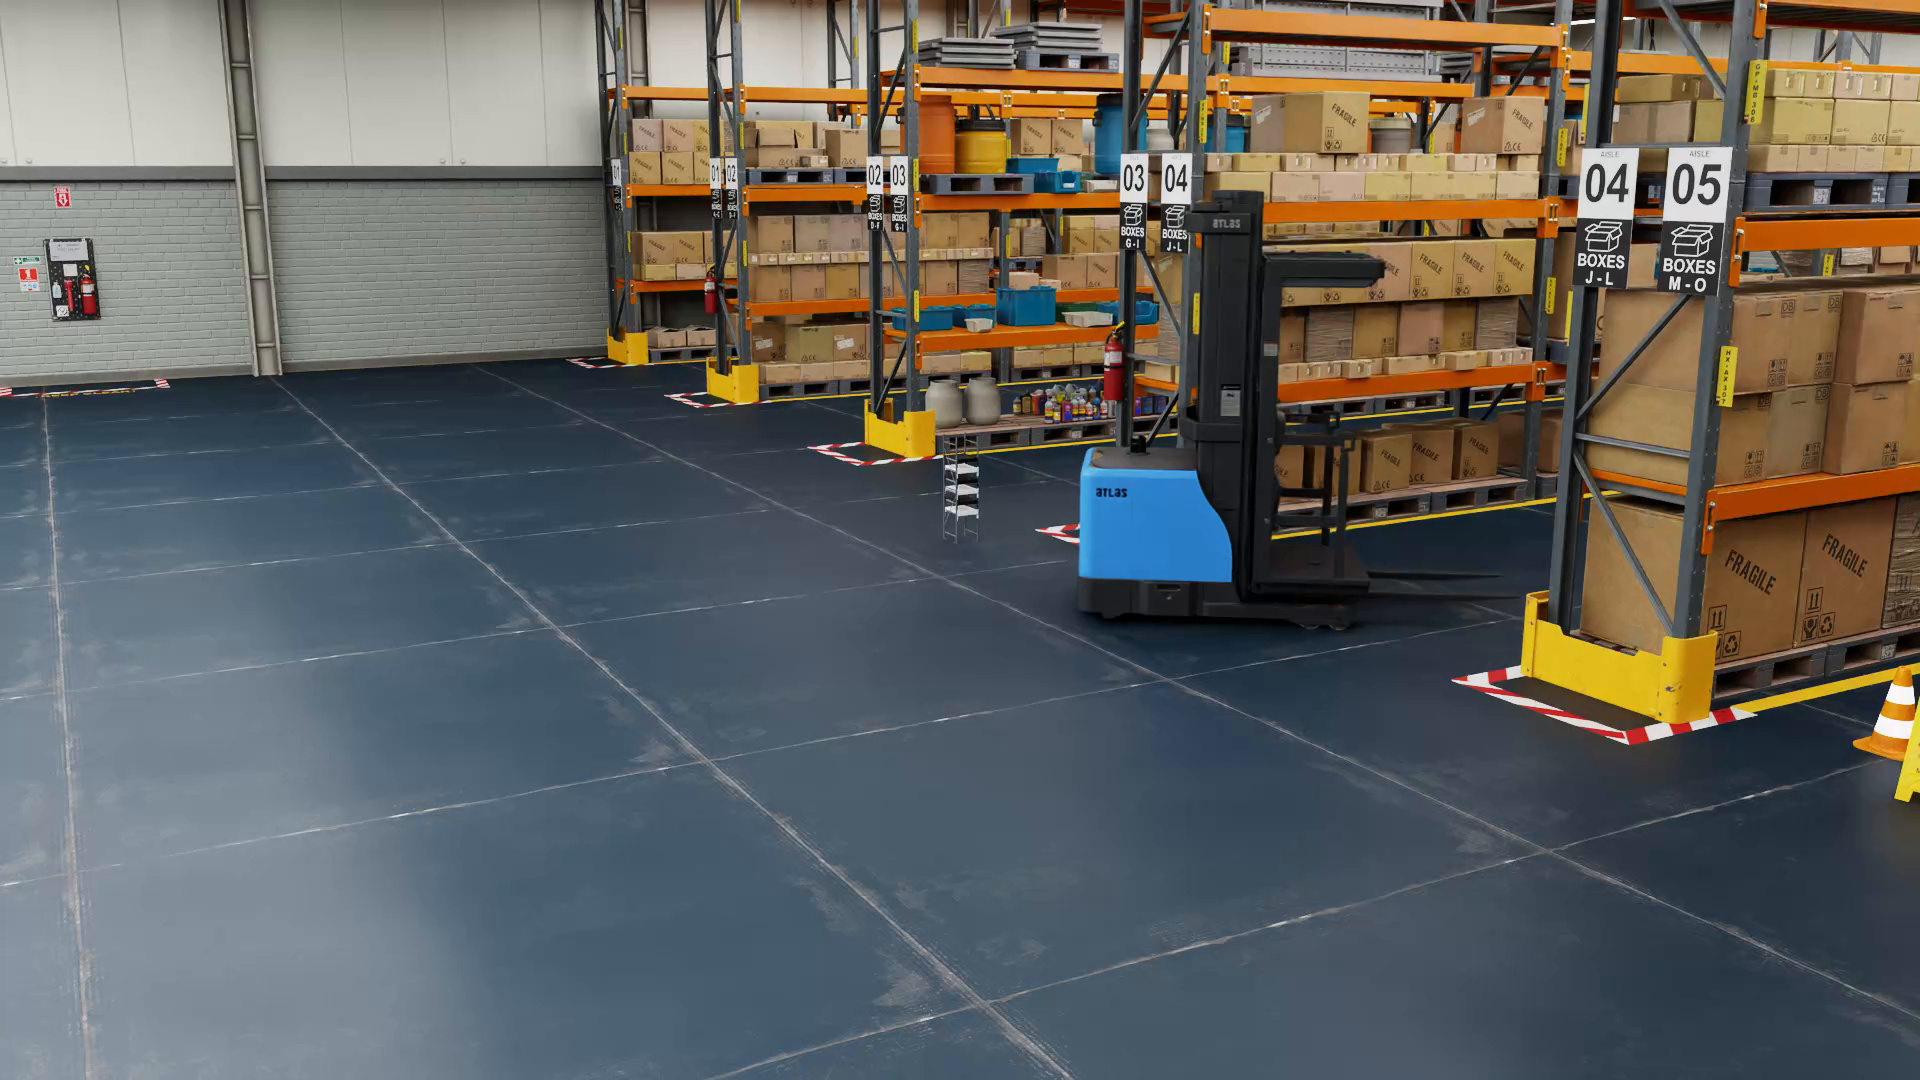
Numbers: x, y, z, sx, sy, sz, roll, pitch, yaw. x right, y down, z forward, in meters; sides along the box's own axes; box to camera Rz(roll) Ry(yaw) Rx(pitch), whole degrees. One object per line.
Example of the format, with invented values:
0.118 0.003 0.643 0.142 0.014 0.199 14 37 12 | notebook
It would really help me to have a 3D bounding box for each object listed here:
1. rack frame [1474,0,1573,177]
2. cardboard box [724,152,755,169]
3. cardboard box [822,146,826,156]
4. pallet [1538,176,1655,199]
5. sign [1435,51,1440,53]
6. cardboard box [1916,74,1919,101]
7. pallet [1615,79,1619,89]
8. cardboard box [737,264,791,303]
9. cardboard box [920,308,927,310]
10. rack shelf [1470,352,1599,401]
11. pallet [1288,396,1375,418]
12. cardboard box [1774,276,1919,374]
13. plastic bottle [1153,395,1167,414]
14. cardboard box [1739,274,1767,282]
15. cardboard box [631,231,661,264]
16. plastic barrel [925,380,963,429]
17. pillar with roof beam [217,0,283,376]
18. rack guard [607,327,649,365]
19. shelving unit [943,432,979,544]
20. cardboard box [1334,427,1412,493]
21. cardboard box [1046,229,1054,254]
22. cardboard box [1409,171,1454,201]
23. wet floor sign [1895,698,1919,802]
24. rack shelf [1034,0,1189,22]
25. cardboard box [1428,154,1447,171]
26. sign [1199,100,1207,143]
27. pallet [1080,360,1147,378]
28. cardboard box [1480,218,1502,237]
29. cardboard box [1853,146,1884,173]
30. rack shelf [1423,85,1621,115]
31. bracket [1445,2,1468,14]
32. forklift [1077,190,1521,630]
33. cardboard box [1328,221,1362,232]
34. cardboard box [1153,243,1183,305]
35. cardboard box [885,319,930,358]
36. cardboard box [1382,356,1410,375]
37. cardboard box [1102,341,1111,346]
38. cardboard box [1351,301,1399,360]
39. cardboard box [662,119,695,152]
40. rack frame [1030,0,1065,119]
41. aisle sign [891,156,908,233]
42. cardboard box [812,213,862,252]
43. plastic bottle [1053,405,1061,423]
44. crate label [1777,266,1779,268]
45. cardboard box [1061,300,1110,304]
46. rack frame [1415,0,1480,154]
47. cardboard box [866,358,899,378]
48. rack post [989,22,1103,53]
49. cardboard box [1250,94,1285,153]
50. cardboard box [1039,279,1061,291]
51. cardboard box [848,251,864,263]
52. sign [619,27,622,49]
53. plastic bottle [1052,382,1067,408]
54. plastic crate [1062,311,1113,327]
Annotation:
5.162 -4.857 15.196 0.127 3.000 1.000 -7 14 -28 | rack frame
-3.653 -6.048 27.045 0.500 0.500 0.500 -6 14 -24 | cardboard box
-1.720 -5.343 23.113 0.500 0.311 0.500 -5 14 -21 | cardboard box
5.755 -3.347 15.744 1.003 0.211 1.213 -7 14 -28 | pallet
7.712 -8.035 26.828 0.005 0.325 0.100 -7 14 -28 | sign
5.501 -2.634 9.721 0.250 0.149 0.380 -7 14 -29 | cardboard box
9.099 -6.273 22.829 1.213 0.211 1.003 -7 14 -28 | pallet
-2.676 -3.515 22.666 0.500 0.500 0.700 -7 14 -28 | cardboard box
-0.890 -3.934 29.449 0.500 0.500 0.700 -7 15 -29 | cardboard box
6.918 -1.790 16.869 4.000 0.370 1.077 -7 14 -28 | rack shelf
4.532 -1.744 21.377 1.213 0.211 1.003 -7 14 -28 | pallet
5.681 -1.364 10.536 0.500 0.550 0.875 -7 14 -28 | cardboard box
2.362 -1.684 19.791 0.185 0.351 0.144 -7 15 -29 | plastic bottle
7.776 -2.462 17.034 0.500 0.500 0.700 -5 13 -20 | cardboard box
-5.157 -4.766 27.044 0.500 0.500 0.500 -7 14 -28 | cardboard box
-0.181 -1.539 18.827 0.421 0.512 0.421 0 13 0 | plastic barrel
-8.473 -6.080 20.628 0.400 9.000 9.100 -7 14 -28 | pillar with roof beam
-5.402 -3.162 27.020 0.348 0.500 1.175 -7 14 -28 | rack guard
0.007 -0.440 14.014 0.210 0.900 0.258 -7 14 -28 | shelving unit
3.785 -0.739 15.299 0.500 0.500 0.500 -8 15 -33 | cardboard box
1.841 -5.519 30.850 0.500 0.500 0.500 -7 14 -28 | cardboard box
3.979 -3.115 14.627 0.500 0.250 0.500 -7 14 -28 | cardboard box
4.862 0.990 8.240 0.232 0.644 0.267 -10 16 -38 | wet floor sign
3.308 -9.623 30.440 4.000 0.370 1.077 -7 14 -28 | rack shelf
4.066 -3.325 14.652 0.250 0.149 0.380 -6 14 -26 | cardboard box
1.911 -3.295 13.095 0.005 0.325 0.100 -7 14 -28 | sign
2.119 -2.694 25.598 1.213 0.211 1.003 -7 14 -28 | pallet
8.893 -5.322 28.419 0.500 0.500 0.500 -7 15 -30 | cardboard box
5.059 -2.192 9.573 0.250 0.149 0.380 -7 14 -27 | cardboard box
8.055 -5.897 22.365 4.000 0.370 1.077 -7 14 -28 | rack shelf
10.336 -11.078 34.640 0.430 0.232 0.235 -7 14 -28 | bracket
2.374 -0.936 11.592 3.031 2.935 1.130 2 13 7 | forklift
7.499 -6.069 33.560 0.700 0.700 0.980 -7 14 -28 | cardboard box
2.015 -2.297 14.300 0.500 0.500 0.500 -7 14 -28 | cardboard box
-0.765 -2.875 23.648 0.500 0.500 0.500 -7 14 -28 | cardboard box
3.791 -1.574 14.842 0.250 0.149 0.380 -7 14 -28 | cardboard box
2.250 -3.134 25.233 0.500 0.311 0.500 -6 14 -26 | cardboard box
3.432 -1.926 14.932 0.500 0.500 0.875 -7 14 -28 | cardboard box
-4.550 -6.420 26.421 0.500 0.500 0.500 -7 14 -29 | cardboard box
1.553 -8.142 29.791 0.127 3.000 1.000 -7 14 -28 | rack frame
-0.645 -3.668 17.656 0.004 0.787 0.394 -7 14 -28 | aisle sign
-1.729 -4.263 23.035 0.500 0.500 0.700 -7 14 -28 | cardboard box
1.110 -1.455 19.114 0.097 0.201 0.097 0 13 0 | plastic bottle
12.947 -4.132 25.884 0.303 0.233 0.416 -7 14 -28 | crate label
2.261 -4.423 30.871 0.750 0.750 0.750 -7 14 -29 | cardboard box
6.300 -6.233 21.307 0.127 3.000 1.000 -7 14 -28 | rack frame
-1.197 -2.454 23.486 0.500 0.250 0.500 -7 14 -28 | cardboard box
0.964 -5.564 18.509 0.954 0.300 0.937 -7 15 -29 | rack post
2.890 -3.623 14.498 0.500 0.500 0.500 -7 14 -28 | cardboard box
1.294 -3.771 24.606 0.250 0.149 0.380 -7 14 -28 | cardboard box
-1.515 -3.920 22.990 0.250 0.149 0.380 -7 14 -29 | cardboard box
-5.209 -7.690 25.475 0.005 0.325 0.100 -7 14 -28 | sign
1.179 -1.718 19.943 0.185 0.351 0.144 -6 14 -26 | plastic bottle
1.485 -2.537 19.149 0.437 0.136 0.530 -7 14 -28 | plastic crate
